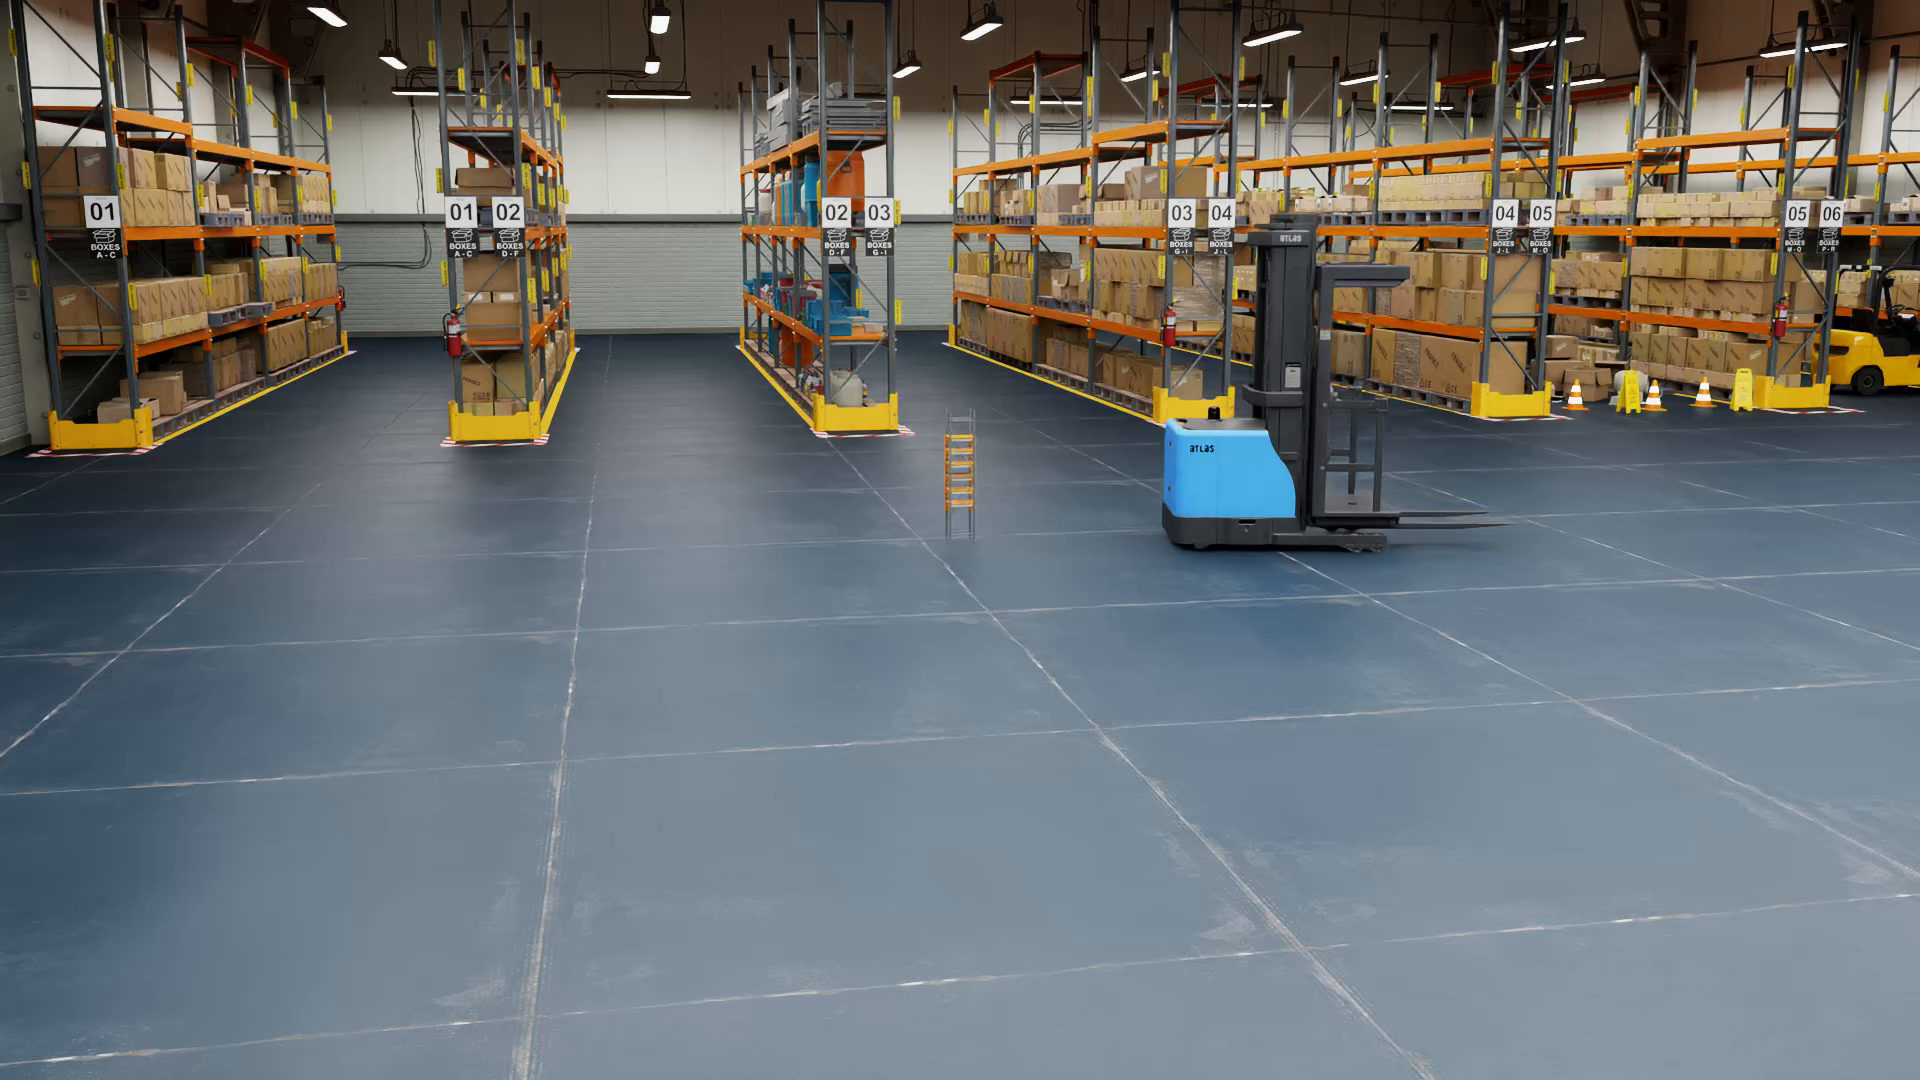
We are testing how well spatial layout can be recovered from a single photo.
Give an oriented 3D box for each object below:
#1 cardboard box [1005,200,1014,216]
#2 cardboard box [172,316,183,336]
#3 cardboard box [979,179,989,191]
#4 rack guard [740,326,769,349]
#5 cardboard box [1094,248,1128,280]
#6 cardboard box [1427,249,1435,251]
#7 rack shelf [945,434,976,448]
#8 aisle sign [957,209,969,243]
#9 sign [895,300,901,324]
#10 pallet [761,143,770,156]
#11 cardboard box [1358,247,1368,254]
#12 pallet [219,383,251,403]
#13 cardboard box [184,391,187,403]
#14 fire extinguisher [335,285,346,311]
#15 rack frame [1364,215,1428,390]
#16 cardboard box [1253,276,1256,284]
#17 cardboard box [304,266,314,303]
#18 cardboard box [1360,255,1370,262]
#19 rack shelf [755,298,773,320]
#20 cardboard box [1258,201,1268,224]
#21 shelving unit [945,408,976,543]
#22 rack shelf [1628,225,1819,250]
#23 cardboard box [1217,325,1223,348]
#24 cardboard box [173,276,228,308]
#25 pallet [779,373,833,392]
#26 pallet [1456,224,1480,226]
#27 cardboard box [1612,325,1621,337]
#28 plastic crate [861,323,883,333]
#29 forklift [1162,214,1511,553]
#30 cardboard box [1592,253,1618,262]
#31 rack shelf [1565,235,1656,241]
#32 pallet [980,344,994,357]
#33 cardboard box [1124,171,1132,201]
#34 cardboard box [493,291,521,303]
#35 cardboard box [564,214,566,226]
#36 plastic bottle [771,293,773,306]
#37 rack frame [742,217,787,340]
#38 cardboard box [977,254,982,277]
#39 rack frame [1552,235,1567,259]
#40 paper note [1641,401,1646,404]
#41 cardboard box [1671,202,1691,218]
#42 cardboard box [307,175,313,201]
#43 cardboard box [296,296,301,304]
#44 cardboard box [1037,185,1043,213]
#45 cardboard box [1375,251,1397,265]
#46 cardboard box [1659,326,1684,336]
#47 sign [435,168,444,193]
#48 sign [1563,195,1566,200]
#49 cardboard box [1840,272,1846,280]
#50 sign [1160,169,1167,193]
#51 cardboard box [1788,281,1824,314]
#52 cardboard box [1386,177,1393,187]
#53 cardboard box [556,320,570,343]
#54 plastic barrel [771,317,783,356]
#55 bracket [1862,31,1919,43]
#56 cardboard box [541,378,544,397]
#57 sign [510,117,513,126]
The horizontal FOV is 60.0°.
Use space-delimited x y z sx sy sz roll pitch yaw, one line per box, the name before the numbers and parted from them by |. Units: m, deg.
cardboard box | 1.239 -6.845 34.281 0.500 0.311 0.500 -3 11 -13
cardboard box | -11.217 -2.990 23.285 0.500 0.250 0.500 -2 11 -10
cardboard box | 0.718 -7.922 37.164 0.500 0.250 0.500 -2 11 -13
rack guard | -4.540 -4.742 38.829 1.175 0.500 0.348 -2 11 -11
cardboard box | 2.508 -4.540 27.345 0.500 0.500 0.500 -2 11 -11
cardboard box | 10.638 -6.222 36.979 0.500 0.500 0.500 -2 11 -10
rack shelf | 0.003 -0.897 15.065 0.258 0.103 0.180 -2 11 -11
aisle sign | 0.027 -7.426 39.290 0.394 0.787 0.004 -2 11 -11
sign | -0.871 -3.187 23.232 0.100 0.325 0.005 -2 11 -11
pallet | -3.077 -7.290 31.061 1.213 0.211 1.003 -2 11 -11
cardboard box | 9.978 -6.854 40.298 0.500 0.500 0.500 -2 11 -13
pallet | -12.300 -2.402 27.307 1.003 0.211 1.213 -2 11 -11
cardboard box | -11.773 -2.133 24.833 0.380 0.166 0.250 -4 11 -18
fire extinguisher | -13.817 -5.429 36.958 0.296 0.674 0.183 -2 11 -11
rack frame | 7.554 -4.108 28.808 1.000 3.000 0.127 -2 11 -11
cardboard box | 6.126 -5.241 33.518 0.380 0.149 0.250 -2 11 -10
cardboard box | -13.552 -5.120 33.325 0.980 0.700 0.700 -2 11 -10
cardboard box | 7.452 -4.739 29.183 0.700 0.500 0.500 -2 11 -12
rack shelf | -3.356 -4.513 32.861 1.077 0.370 4.000 -2 11 -11
cardboard box | 6.306 -6.551 33.354 0.500 0.500 0.500 -2 11 -11
shelving unit | 0.003 -0.587 15.124 0.258 1.200 0.189 -2 11 -11
rack shelf | 12.779 -5.059 27.711 1.077 0.370 4.000 -2 11 -11
cardboard box | 5.882 -4.408 35.949 0.500 0.500 0.500 -2 11 -9
cardboard box | -12.233 -3.987 26.734 0.700 0.500 0.500 -1 11 -3
pallet | -2.620 -2.763 29.200 1.003 0.211 1.213 -2 11 -11
pallet | 11.215 -6.742 35.130 1.003 0.211 1.213 -2 11 -8
cardboard box | 15.806 -4.970 39.406 0.500 0.311 0.500 -2 11 -9
plastic crate | -1.269 -3.078 24.106 0.298 0.136 0.250 -2 11 -11
forklift | 3.405 -1.429 14.921 3.031 2.935 1.130 0 11 0
cardboard box | 11.932 -5.229 30.778 0.380 0.149 0.250 -2 11 -13
rack shelf | 15.313 -7.441 40.226 1.077 0.370 4.000 -2 11 -11
pallet | 1.042 -4.185 36.675 1.003 0.211 1.213 -2 11 -11
cardboard box | 3.007 -5.787 27.209 0.500 0.500 0.500 -2 11 -13
cardboard box | -6.136 -3.300 22.564 0.380 0.149 0.250 -2 11 -11
cardboard box | -9.024 -7.102 36.921 0.500 0.250 0.500 -2 11 -11
plastic bottle | -3.551 -4.595 31.711 0.097 0.271 0.097 0 11 0
rack frame | -4.523 -5.966 38.575 1.000 3.000 0.127 -2 11 -11
cardboard box | 0.668 -6.020 36.458 0.500 0.500 0.500 -2 11 -10
rack frame | 14.924 -6.688 42.367 1.000 3.000 0.127 -2 11 -11
paper note | 11.032 -2.215 26.805 0.148 0.019 0.142 -6 13 -31
cardboard box | 12.401 -5.575 28.101 0.500 0.250 0.500 -2 11 -10
cardboard box | -13.432 -7.131 33.677 0.500 0.500 0.500 -2 11 -12
cardboard box | -13.047 -4.662 32.339 0.380 0.149 0.250 -2 11 -10
cardboard box | 1.731 -6.352 30.974 0.500 0.500 0.500 -2 11 -10
cardboard box | 7.592 -4.643 28.331 0.875 0.550 0.550 -2 11 -11
cardboard box | 12.307 -3.611 28.692 0.380 0.149 0.250 -2 11 -9
sign | -6.805 -4.705 21.768 0.100 0.325 0.005 -2 11 -11
sign | 12.145 -6.787 33.479 0.100 0.325 0.005 -2 11 -11
cardboard box | 16.910 -5.003 31.511 0.380 0.149 0.250 -2 11 -11
sign | 2.899 -5.104 23.654 0.100 0.325 0.005 -2 11 -11
cardboard box | 13.348 -3.865 26.469 0.500 0.500 0.500 -2 11 -12
cardboard box | 7.342 -5.979 27.767 0.380 0.149 0.250 -2 11 -11
cardboard box | -9.035 -4.684 37.348 0.500 0.500 0.500 -2 11 -11
plastic barrel | -3.518 -4.178 33.668 0.600 0.901 0.708 -2 11 -11
bracket | 17.855 -9.165 29.709 0.076 0.066 4.783 -2 11 -11
cardboard box | -6.744 -2.365 25.882 0.500 0.250 0.500 -2 11 -11
sign | -9.915 -9.212 36.873 0.100 0.325 0.005 -2 11 -11
